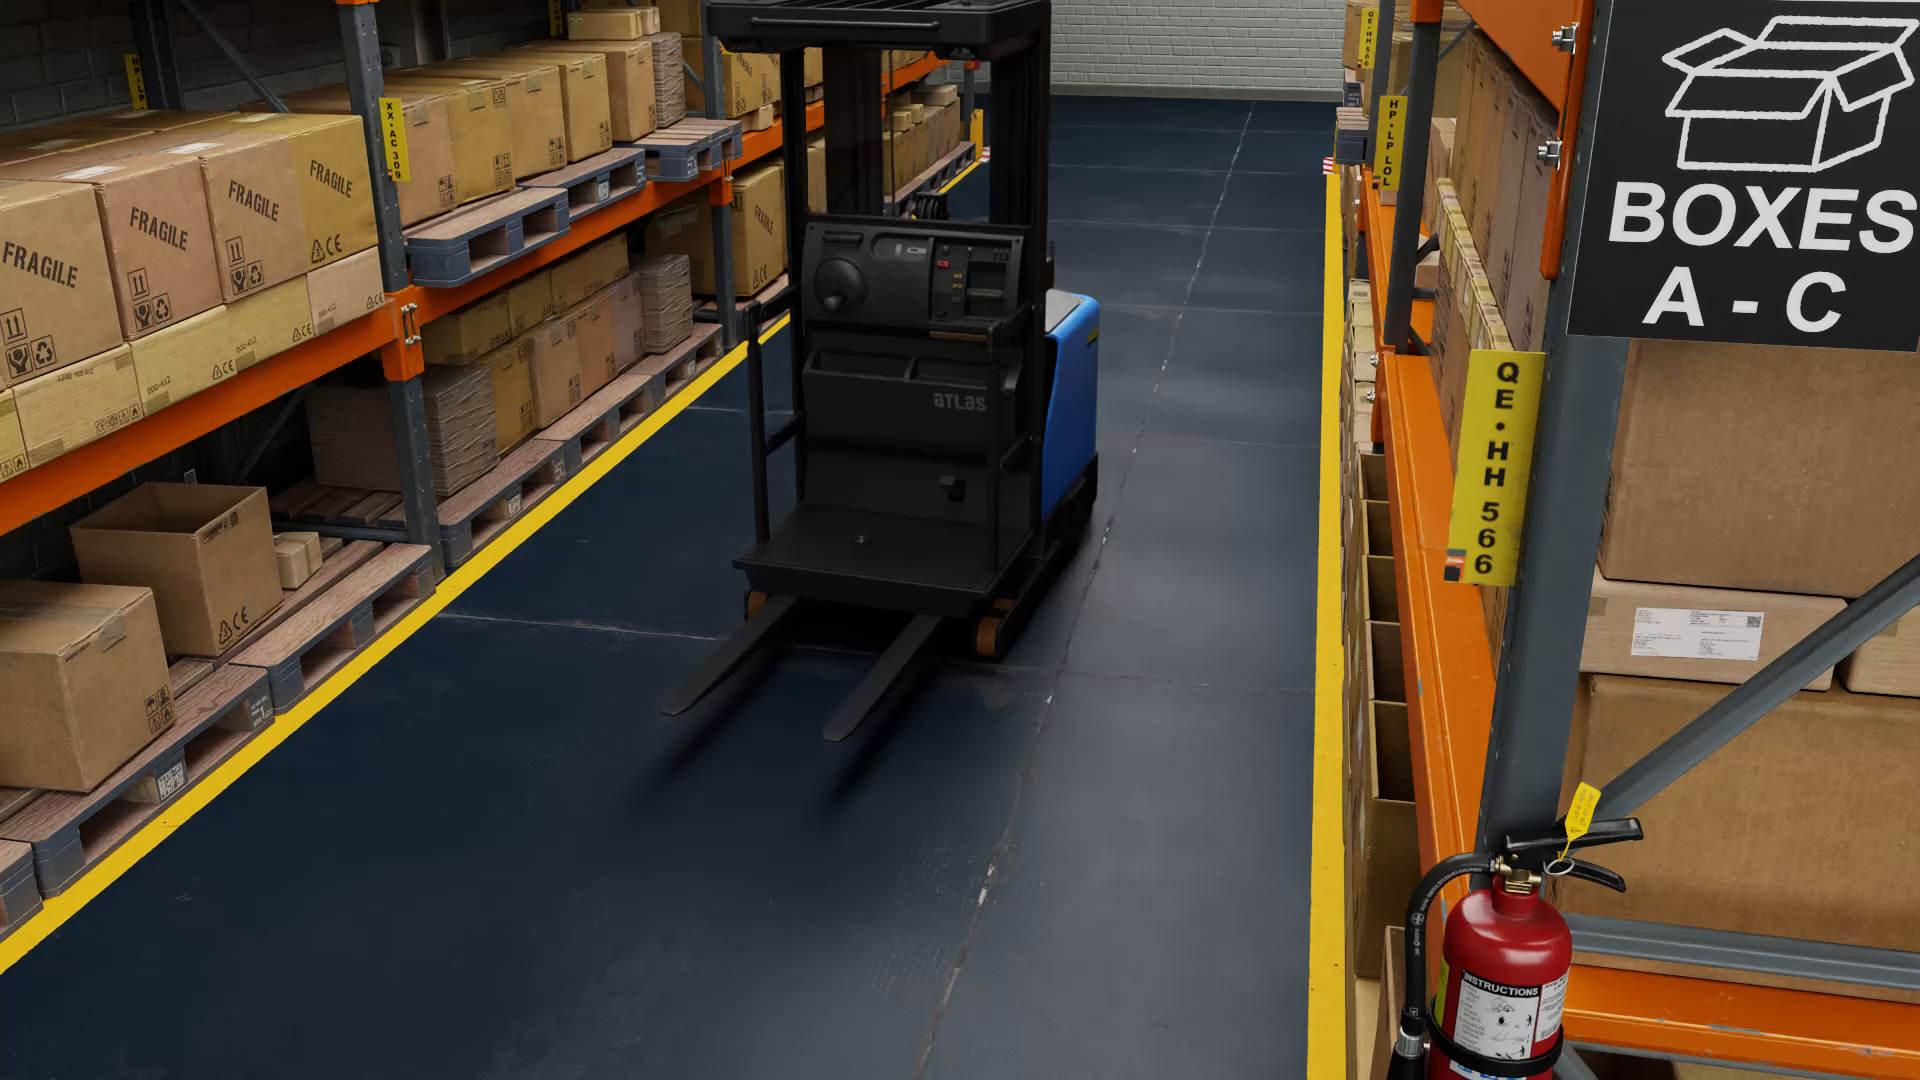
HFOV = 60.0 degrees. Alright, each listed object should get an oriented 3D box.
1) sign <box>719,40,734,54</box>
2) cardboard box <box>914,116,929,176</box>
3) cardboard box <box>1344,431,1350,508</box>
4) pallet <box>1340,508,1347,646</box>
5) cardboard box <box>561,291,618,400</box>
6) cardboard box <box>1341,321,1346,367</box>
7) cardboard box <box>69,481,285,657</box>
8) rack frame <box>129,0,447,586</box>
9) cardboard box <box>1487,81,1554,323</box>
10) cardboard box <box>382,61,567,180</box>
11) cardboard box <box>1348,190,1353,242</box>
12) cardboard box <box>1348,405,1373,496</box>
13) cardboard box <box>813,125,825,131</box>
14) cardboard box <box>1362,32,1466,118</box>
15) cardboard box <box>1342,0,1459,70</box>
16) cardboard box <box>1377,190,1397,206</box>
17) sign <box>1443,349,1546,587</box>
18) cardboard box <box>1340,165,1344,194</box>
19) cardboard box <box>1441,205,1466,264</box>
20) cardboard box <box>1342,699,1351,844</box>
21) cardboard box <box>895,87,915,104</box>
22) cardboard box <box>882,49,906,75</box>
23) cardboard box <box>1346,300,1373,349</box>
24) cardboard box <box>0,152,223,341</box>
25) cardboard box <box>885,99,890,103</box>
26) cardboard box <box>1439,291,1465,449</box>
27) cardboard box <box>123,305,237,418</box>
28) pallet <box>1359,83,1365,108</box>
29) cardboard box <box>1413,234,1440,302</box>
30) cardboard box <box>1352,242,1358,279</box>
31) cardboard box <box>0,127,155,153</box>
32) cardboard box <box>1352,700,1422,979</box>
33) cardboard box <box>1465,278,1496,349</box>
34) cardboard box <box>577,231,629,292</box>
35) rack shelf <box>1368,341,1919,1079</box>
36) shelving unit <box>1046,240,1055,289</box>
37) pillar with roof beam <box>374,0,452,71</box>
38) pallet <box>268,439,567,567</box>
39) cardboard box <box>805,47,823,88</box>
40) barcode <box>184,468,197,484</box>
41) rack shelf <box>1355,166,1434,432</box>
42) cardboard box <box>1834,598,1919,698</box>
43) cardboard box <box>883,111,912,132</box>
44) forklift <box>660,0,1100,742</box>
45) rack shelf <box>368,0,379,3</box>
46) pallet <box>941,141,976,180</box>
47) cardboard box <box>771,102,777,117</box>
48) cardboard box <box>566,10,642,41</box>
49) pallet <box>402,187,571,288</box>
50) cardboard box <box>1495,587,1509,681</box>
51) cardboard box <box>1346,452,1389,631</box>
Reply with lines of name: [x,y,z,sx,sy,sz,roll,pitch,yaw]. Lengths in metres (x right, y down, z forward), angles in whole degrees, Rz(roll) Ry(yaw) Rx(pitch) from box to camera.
sign: [-1.448,-3.162,10.247,0.100,0.325,0.005,4,22,11]
cardboard box: [-0.699,-3.835,16.144,0.700,0.500,0.500,5,22,12]
cardboard box: [2.062,-0.326,7.766,0.500,0.250,0.500,5,22,12]
pallet: [2.165,0.160,7.173,1.003,0.211,1.213,4,22,11]
cardboard box: [-2.370,-1.114,9.361,0.700,0.500,0.500,4,22,11]
cardboard box: [2.475,-1.074,9.623,0.500,0.250,0.500,4,22,11]
cardboard box: [-2.970,0.101,6.345,0.500,0.500,0.500,3,22,7]
rack frame: [-2.798,-1.237,6.910,1.000,3.000,0.127,4,22,11]
cardboard box: [1.661,-0.796,3.944,0.700,0.500,0.500,4,22,11]
cardboard box: [-2.435,-2.118,8.375,0.700,0.500,0.500,8,23,18]
cardboard box: [3.250,-2.477,12.746,0.500,0.500,0.500,5,22,12]
cardboard box: [1.955,-0.401,7.202,0.500,0.311,0.500,5,22,12]
cardboard box: [-1.170,-3.113,13.883,0.750,0.750,0.750,5,22,12]
cardboard box: [2.887,-2.804,10.104,0.700,0.500,0.500,-3,22,-7]
cardboard box: [3.369,-3.872,12.756,0.700,0.500,0.500,-3,22,-7]
cardboard box: [2.497,-1.970,8.849,0.500,0.311,0.500,4,22,10]
sign: [0.708,-0.091,2.198,0.100,0.325,0.005,4,22,11]
cardboard box: [3.677,-3.248,14.913,0.500,0.311,0.500,4,22,11]
cardboard box: [1.706,-0.938,5.166,0.380,0.149,0.250,4,22,10]
cardboard box: [1.447,0.731,5.141,0.500,0.250,0.500,4,22,11]
cardboard box: [-0.667,-4.574,17.111,0.380,0.149,0.250,5,22,11]
cardboard box: [-1.038,-4.499,14.608,0.980,0.700,0.700,5,22,12]
cardboard box: [2.376,-1.141,9.040,0.500,0.311,0.500,4,22,10]
cardboard box: [-2.801,-0.962,5.397,0.500,0.500,0.500,4,22,9]
cardboard box: [-0.873,-4.203,16.190,0.380,0.149,0.250,4,22,10]
cardboard box: [1.867,-0.551,5.073,0.700,0.500,0.500,4,22,10]
cardboard box: [-2.795,-0.614,5.536,0.500,0.250,0.500,4,22,11]
pallet: [3.261,-2.946,11.411,1.003,0.211,1.213,4,22,11]
cardboard box: [2.052,-1.134,6.834,0.396,0.266,0.258,4,22,10]
cardboard box: [2.830,-1.728,10.887,0.500,0.500,0.500,5,23,13]
cardboard box: [-3.207,-1.180,5.938,0.500,0.500,0.500,4,22,11]
cardboard box: [1.244,0.749,4.093,0.500,0.500,0.500,4,22,11]
cardboard box: [1.496,-0.558,4.221,0.380,0.149,0.250,4,22,10]
cardboard box: [-2.255,-1.621,9.618,0.500,0.250,0.500,5,22,12]
rack shelf: [1.645,0.204,4.294,1.077,0.370,4.000,4,22,11]
shelving unit: [0.286,-0.882,8.436,0.258,1.200,0.503,7,23,16]
pillar with roof beam: [1.121,-4.745,7.590,9.100,9.000,0.400,4,22,11]
pallet: [-2.640,-0.229,8.138,1.003,0.211,1.213,4,22,11]
cardboard box: [-1.315,-3.615,12.256,0.500,0.500,0.500,5,22,12]
barcode: [-3.143,-0.251,6.790,0.001,0.075,0.075,4,22,11]
rack shelf: [2.461,-1.259,7.926,1.077,0.370,4.000,4,22,11]
cardboard box: [1.527,0.128,2.519,0.380,0.149,0.250,4,22,11]
cardboard box: [-0.664,-3.876,15.378,0.380,0.149,0.250,5,23,13]
forklift: [-0.262,-1.054,6.548,1.130,2.935,3.031,7,23,16]
rack shelf: [-2.389,-3.026,8.300,1.077,0.370,4.000,4,22,11]
pallet: [-0.435,-4.034,17.587,1.003,0.211,1.213,4,22,11]
cardboard box: [-1.515,-3.075,11.782,0.380,0.149,0.250,5,22,12]
cardboard box: [-2.073,-3.004,9.707,0.380,0.149,0.250,1,22,2]
pallet: [-2.499,-1.417,7.613,1.003,0.211,1.213,4,22,11]
cardboard box: [1.447,0.193,3.224,0.700,0.500,0.500,5,22,12]
cardboard box: [1.652,0.018,5.909,0.500,0.500,0.500,4,22,11]
